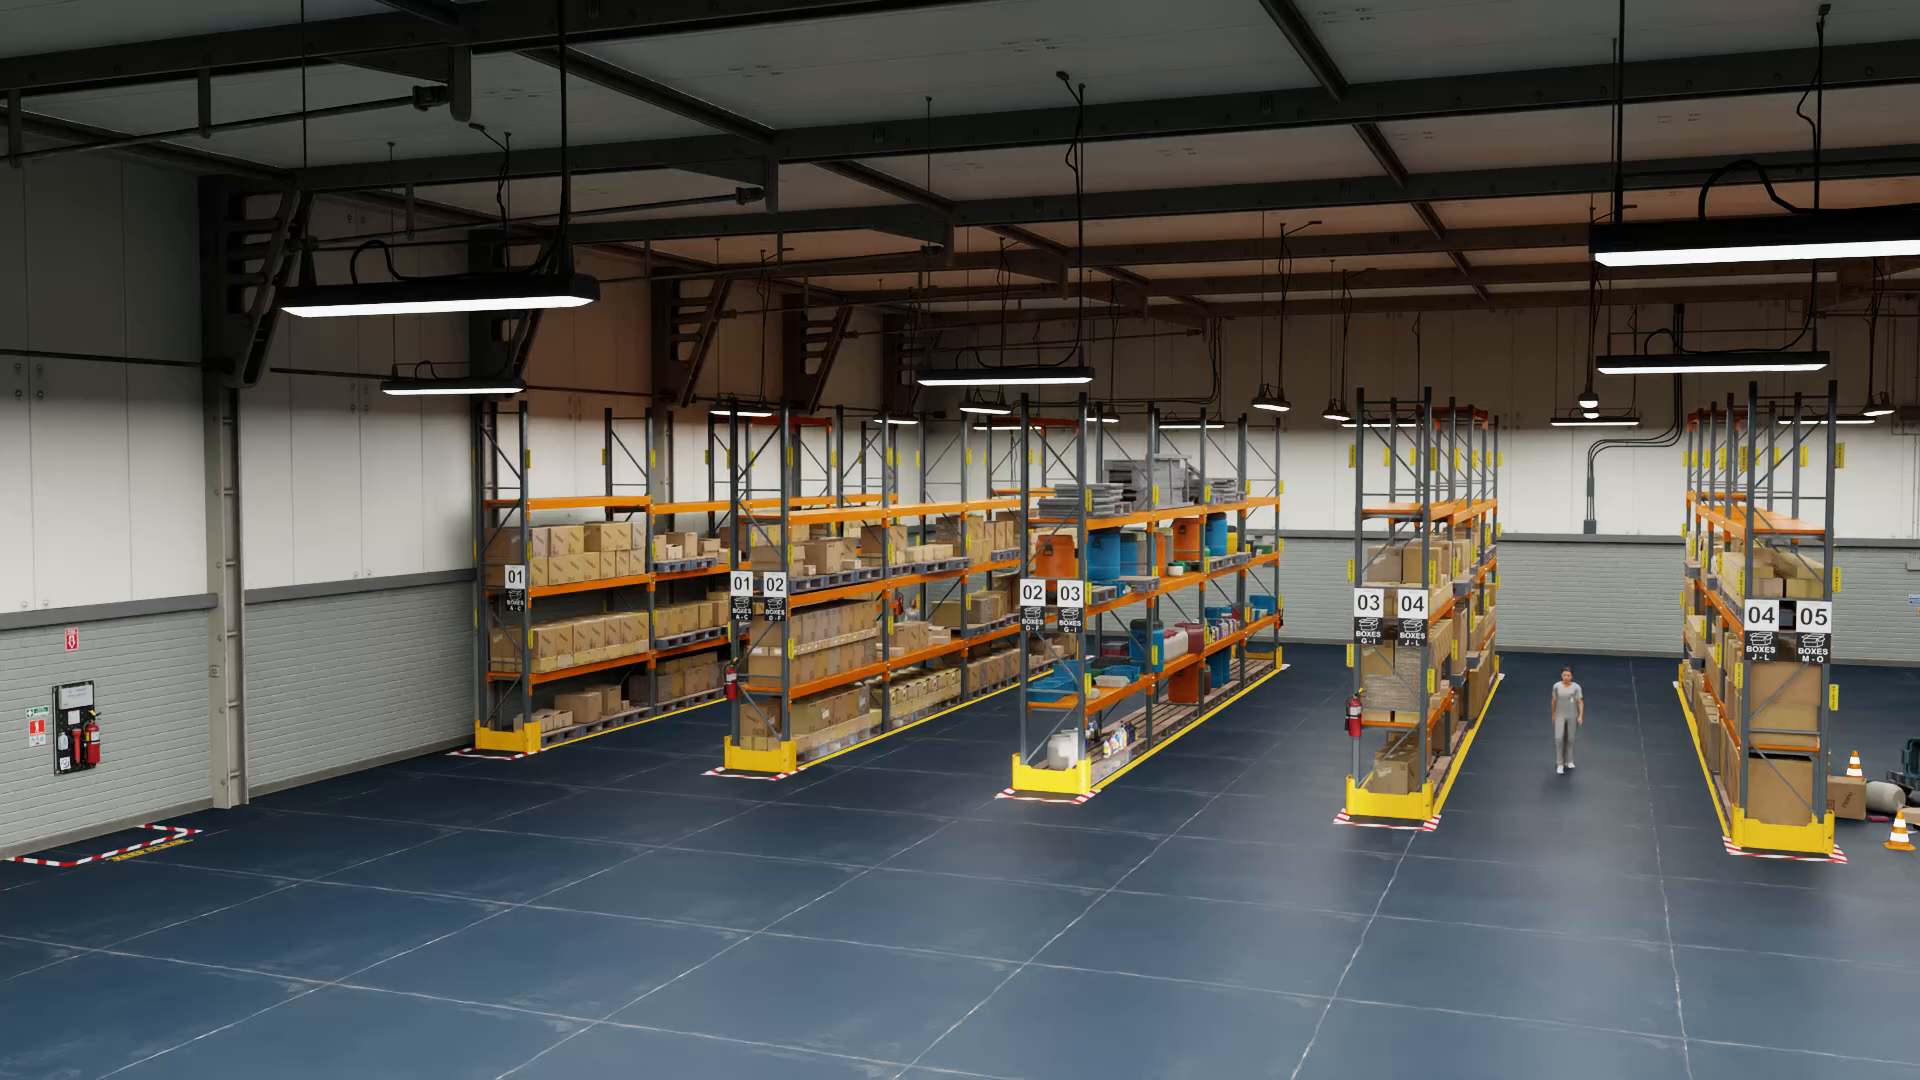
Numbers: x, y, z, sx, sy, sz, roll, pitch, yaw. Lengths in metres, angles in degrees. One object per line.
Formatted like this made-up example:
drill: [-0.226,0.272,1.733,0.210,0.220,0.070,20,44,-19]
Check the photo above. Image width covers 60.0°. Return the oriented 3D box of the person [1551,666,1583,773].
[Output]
person: [9.765,2.873,26.743,0.485,1.698,0.646,1,3,21]

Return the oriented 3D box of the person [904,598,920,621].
person: [-1.148,2.201,41.200,0.413,1.550,0.899,1,3,20]
